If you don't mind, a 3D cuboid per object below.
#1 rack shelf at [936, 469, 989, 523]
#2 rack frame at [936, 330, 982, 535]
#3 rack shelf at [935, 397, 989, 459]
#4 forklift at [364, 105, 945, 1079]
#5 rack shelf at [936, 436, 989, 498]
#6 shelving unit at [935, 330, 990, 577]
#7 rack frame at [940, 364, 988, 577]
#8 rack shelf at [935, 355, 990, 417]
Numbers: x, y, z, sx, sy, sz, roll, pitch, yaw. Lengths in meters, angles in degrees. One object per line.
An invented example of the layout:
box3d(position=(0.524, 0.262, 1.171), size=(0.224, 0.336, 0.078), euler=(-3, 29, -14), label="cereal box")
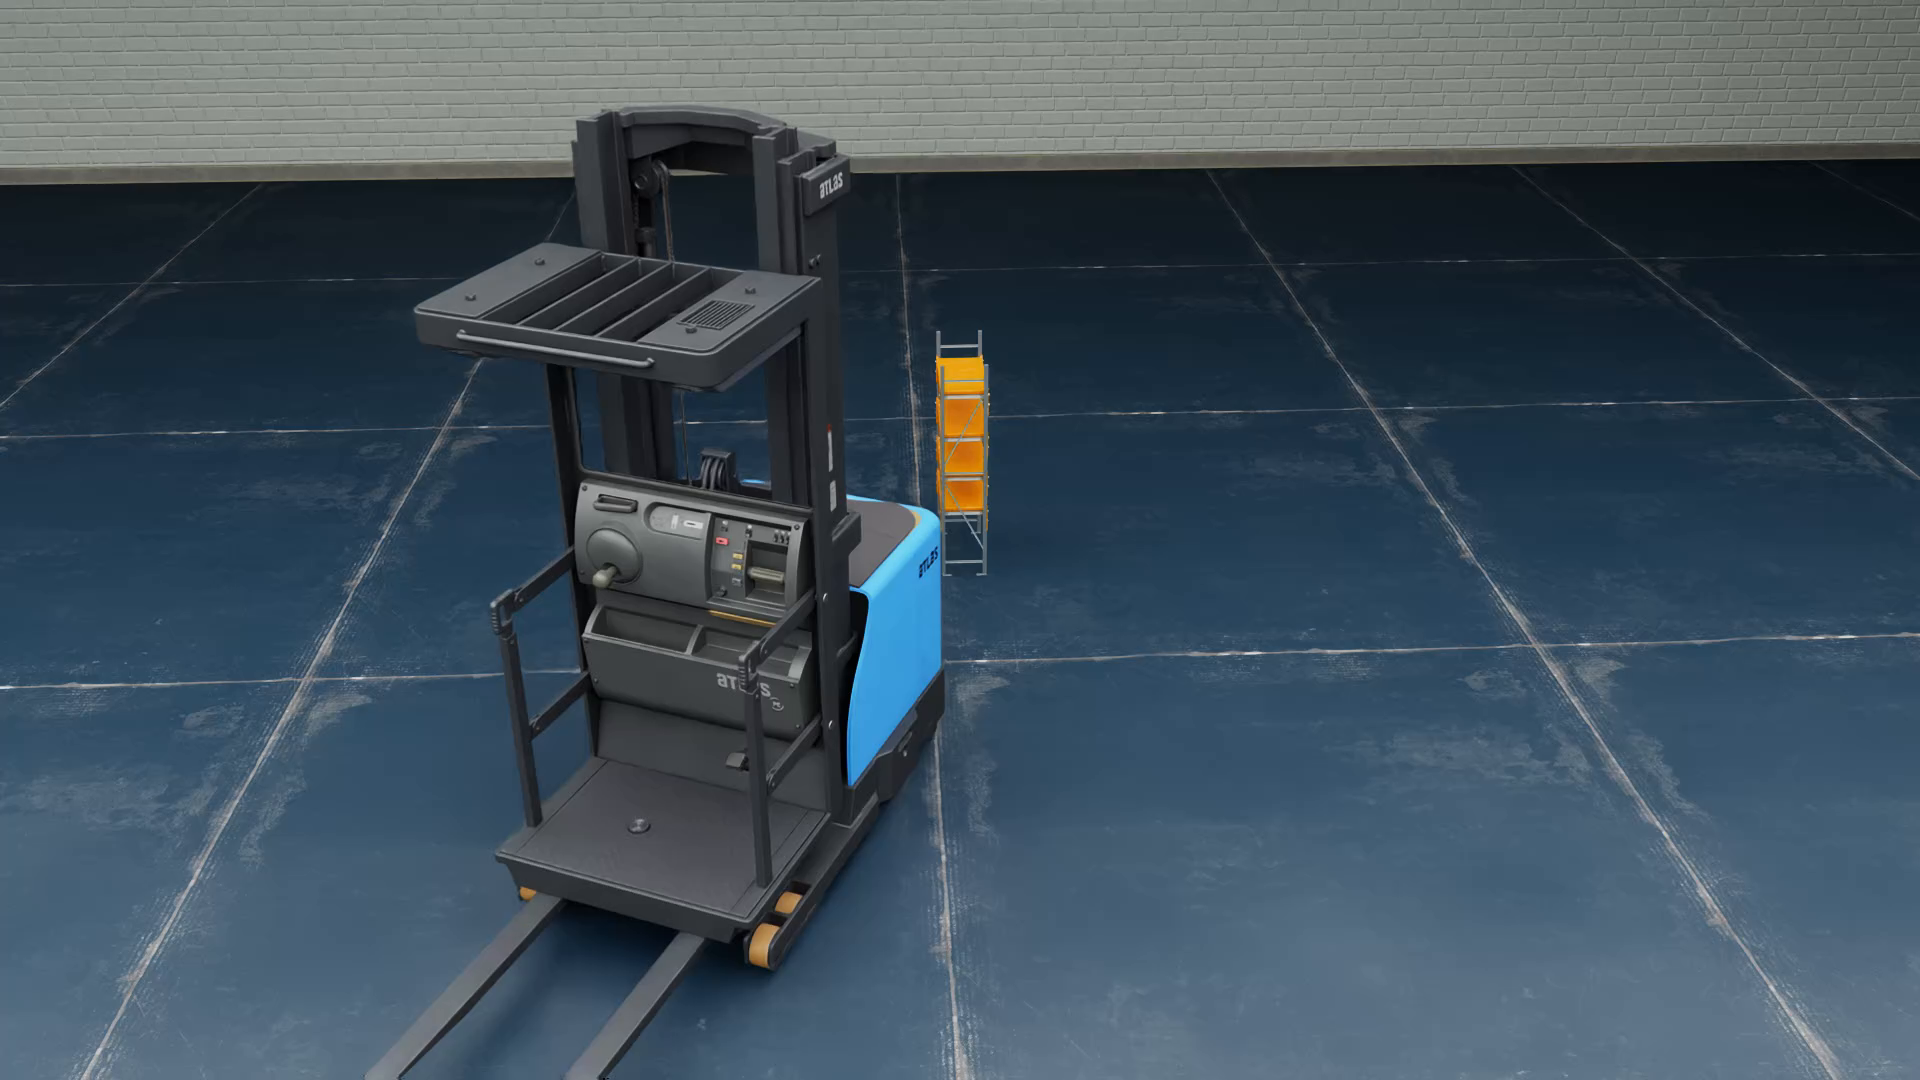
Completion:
box3d(position=(0.009, -0.220, 8.949), size=(0.258, 0.148, 0.480), euler=(-1, 28, -3), label="rack shelf")
box3d(position=(-0.004, -0.568, 9.042), size=(0.240, 1.200, 0.015), euler=(-1, 28, -3), label="rack frame")
box3d(position=(0.009, -0.594, 8.754), size=(0.258, 0.148, 0.480), euler=(-1, 28, -3), label="rack shelf")
box3d(position=(-1.077, 0.076, 5.934), size=(1.130, 2.935, 3.031), euler=(10, 29, 19), label="forklift")
box3d(position=(0.009, -0.396, 8.857), size=(0.258, 0.148, 0.480), euler=(-1, 28, -3), label="rack shelf")
box3d(position=(0.009, -0.456, 8.826), size=(0.258, 1.200, 0.503), euler=(-1, 28, -3), label="shelving unit")
box3d(position=(0.021, -0.343, 8.610), size=(0.240, 1.200, 0.015), euler=(-1, 28, -3), label="rack frame")
box3d(position=(0.009, -0.804, 8.644), size=(0.258, 0.148, 0.480), euler=(-1, 28, -3), label="rack shelf")
